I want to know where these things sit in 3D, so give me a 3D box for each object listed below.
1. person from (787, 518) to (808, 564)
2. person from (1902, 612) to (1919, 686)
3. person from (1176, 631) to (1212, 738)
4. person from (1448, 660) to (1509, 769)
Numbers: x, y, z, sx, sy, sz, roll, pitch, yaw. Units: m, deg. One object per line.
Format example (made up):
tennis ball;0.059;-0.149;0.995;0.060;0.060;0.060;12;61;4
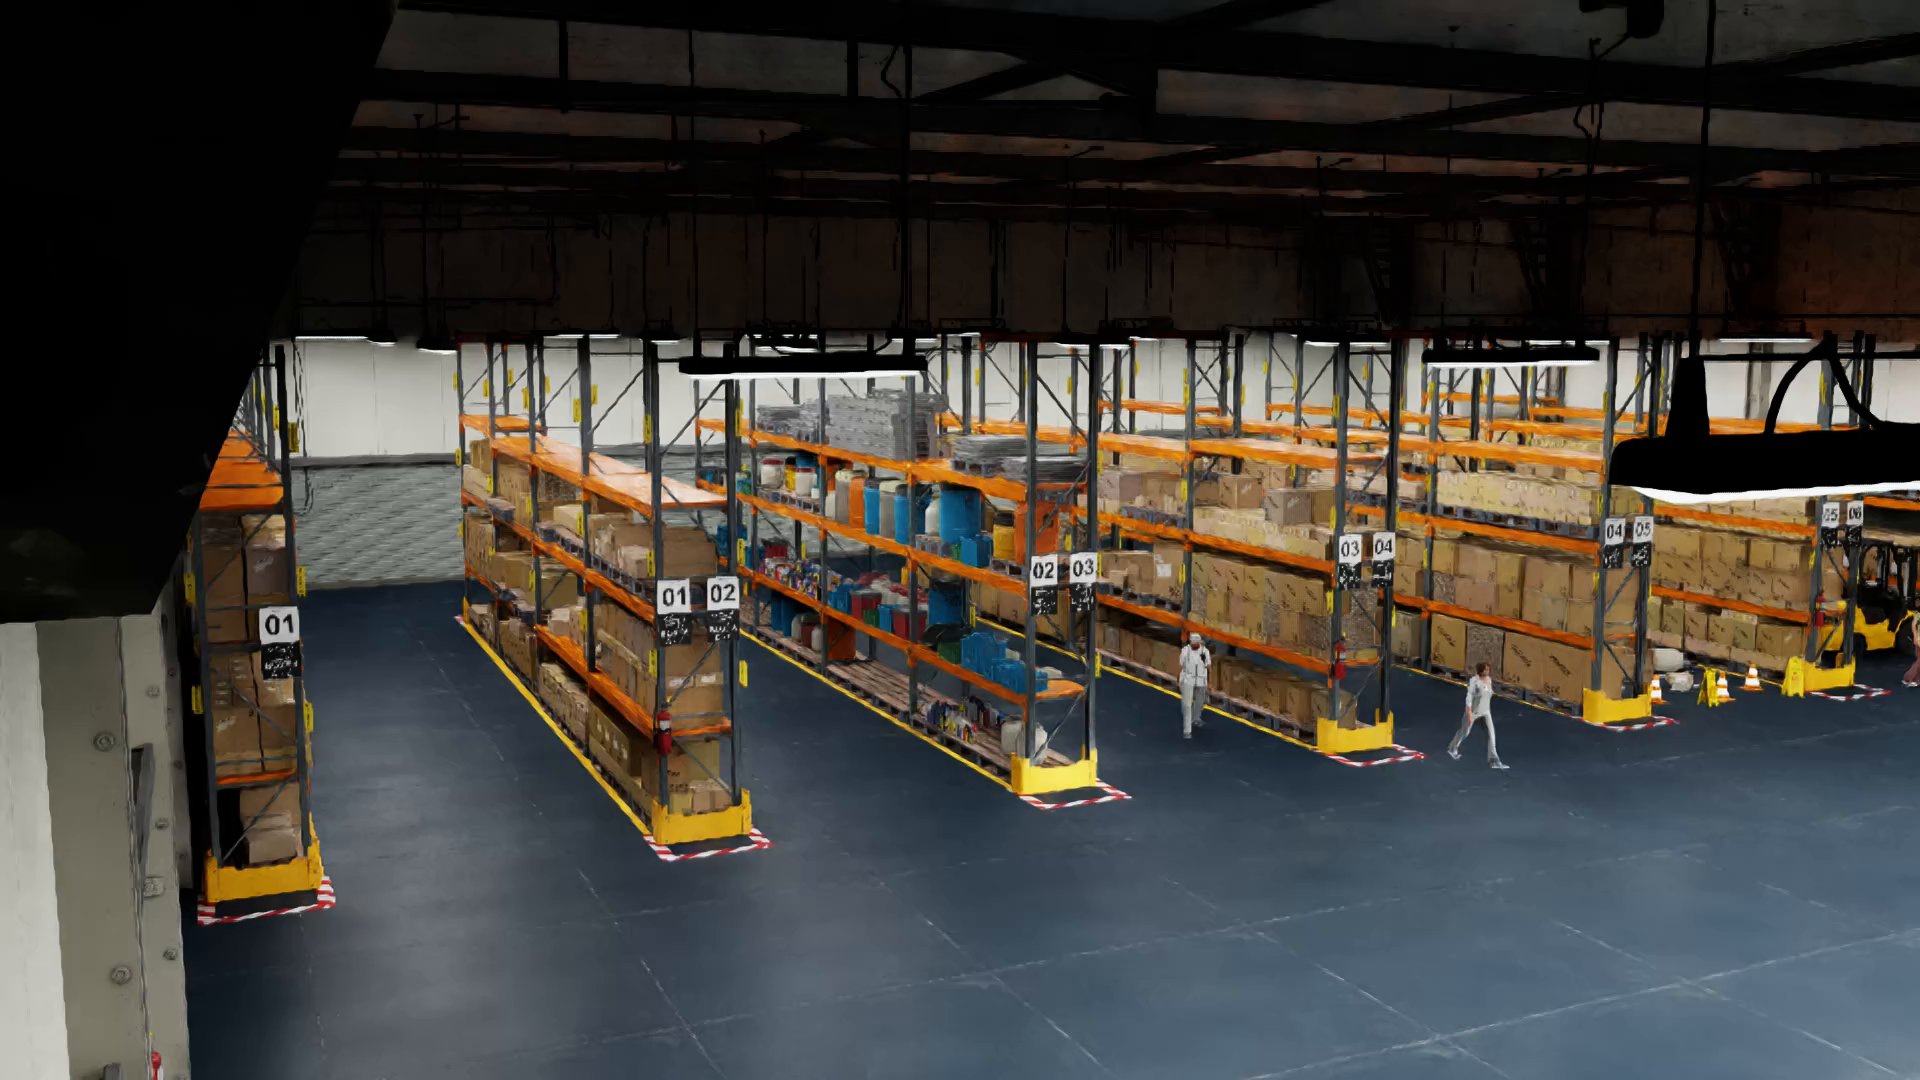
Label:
person;-4.075;-0.049;41.272;0.466;1.667;0.649;3;8;23
person;16.464;1.717;28.397;0.598;1.619;0.507;-4;9;-25
person;3.561;2.144;25.235;0.534;1.598;0.938;0;8;-4
person;7.279;2.478;23.408;0.417;1.403;1.037;-3;8;-22
